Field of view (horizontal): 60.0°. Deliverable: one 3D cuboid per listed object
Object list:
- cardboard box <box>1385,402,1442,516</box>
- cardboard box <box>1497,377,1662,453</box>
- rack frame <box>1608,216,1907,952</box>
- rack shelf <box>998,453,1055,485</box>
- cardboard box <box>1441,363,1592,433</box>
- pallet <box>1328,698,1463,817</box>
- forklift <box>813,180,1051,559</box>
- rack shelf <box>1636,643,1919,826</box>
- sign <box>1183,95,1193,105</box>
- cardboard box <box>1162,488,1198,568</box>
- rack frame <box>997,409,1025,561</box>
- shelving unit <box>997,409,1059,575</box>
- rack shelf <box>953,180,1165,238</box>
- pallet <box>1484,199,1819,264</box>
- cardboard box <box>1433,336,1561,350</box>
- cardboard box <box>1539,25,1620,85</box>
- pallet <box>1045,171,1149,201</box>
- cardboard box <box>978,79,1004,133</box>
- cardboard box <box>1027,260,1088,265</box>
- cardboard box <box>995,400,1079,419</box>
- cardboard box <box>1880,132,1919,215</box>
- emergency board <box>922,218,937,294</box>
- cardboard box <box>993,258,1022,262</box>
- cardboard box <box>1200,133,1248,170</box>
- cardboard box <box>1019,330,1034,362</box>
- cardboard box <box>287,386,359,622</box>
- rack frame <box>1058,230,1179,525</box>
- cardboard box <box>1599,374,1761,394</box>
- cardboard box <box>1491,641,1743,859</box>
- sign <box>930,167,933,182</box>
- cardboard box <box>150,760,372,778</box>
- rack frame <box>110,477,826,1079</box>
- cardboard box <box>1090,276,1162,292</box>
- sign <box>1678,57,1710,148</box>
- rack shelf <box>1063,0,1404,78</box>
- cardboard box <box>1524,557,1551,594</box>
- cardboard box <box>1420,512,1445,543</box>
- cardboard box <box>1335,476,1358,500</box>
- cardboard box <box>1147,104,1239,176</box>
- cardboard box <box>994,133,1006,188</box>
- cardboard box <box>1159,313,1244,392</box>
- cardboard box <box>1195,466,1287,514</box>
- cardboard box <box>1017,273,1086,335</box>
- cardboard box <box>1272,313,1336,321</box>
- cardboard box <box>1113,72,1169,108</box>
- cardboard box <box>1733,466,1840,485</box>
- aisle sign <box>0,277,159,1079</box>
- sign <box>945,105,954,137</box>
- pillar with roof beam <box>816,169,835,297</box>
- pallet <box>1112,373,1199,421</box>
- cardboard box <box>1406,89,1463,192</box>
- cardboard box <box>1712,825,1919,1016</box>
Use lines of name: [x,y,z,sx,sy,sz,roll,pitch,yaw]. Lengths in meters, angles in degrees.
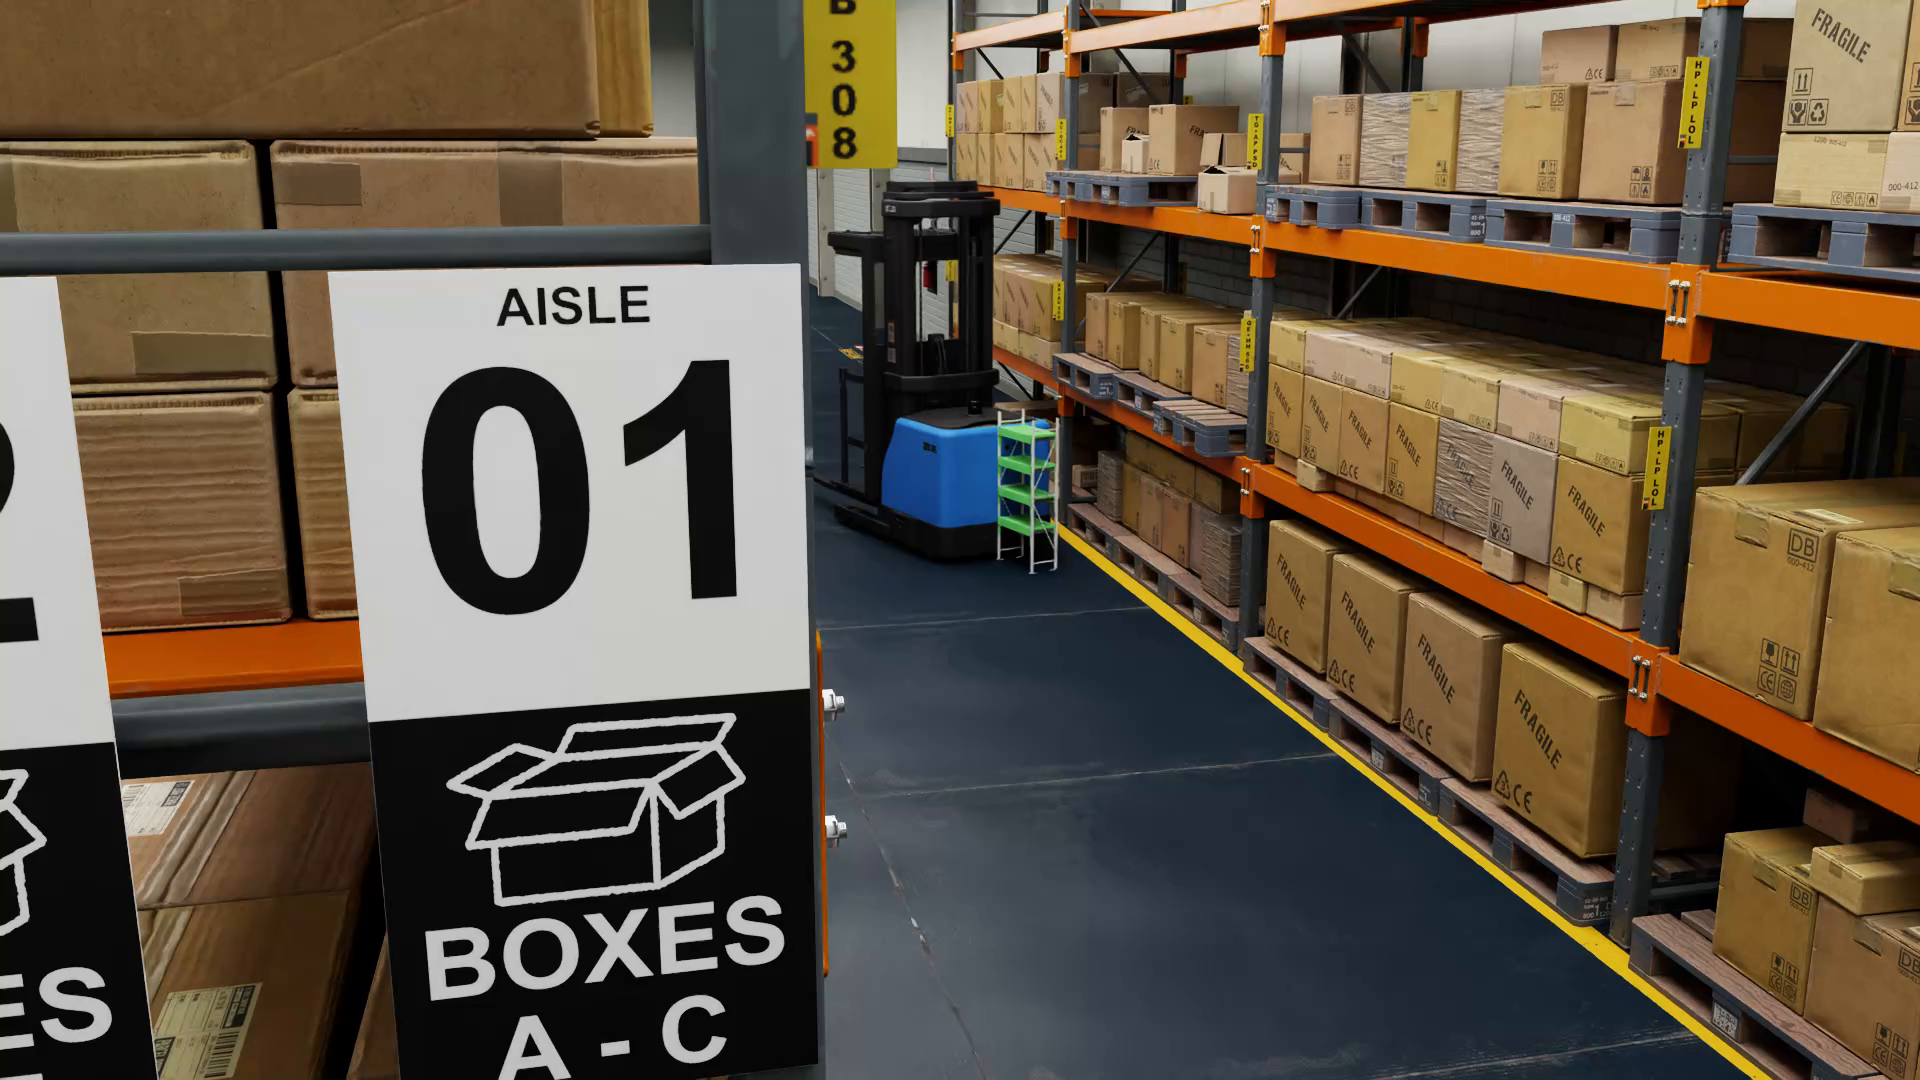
cardboard box: [2.526,-0.430,8.489,0.500,0.500,0.500,-3,14,-12]
cardboard box: [2.772,-0.566,7.463,0.500,0.250,0.500,-3,14,-12]
rack frame: [3.241,0.213,6.734,1.000,3.000,0.127,-3,14,-13]
rack shelf: [0.526,-0.553,12.921,0.258,0.148,0.480,-8,16,-29]
cardboard box: [2.652,-0.684,7.945,0.500,0.250,0.500,-3,14,-12]
pallet: [2.696,1.112,8.931,1.003,0.211,1.213,-3,14,-13]
forklift: [-0.437,-1.577,14.207,1.130,2.935,3.031,-8,16,-29]
rack shelf: [3.710,1.024,4.931,1.077,0.370,4.000,-3,14,-13]
sign: [1.900,-3.564,13.954,0.100,0.325,0.005,-3,14,-13]
cardboard box: [1.929,-0.111,12.399,0.700,0.500,0.500,-3,14,-13]
rack frame: [0.403,-0.432,13.167,0.240,1.200,0.015,-8,16,-29]
shelving unit: [0.526,-0.382,12.963,0.258,1.200,0.503,-8,16,-29]
rack shelf: [0.892,-3.201,15.906,1.077,0.370,4.000,-3,14,-13]
pallet: [2.977,-1.360,7.255,0.805,0.209,1.217,-4,14,-15]
cardboard box: [2.895,-0.948,9.029,0.500,0.250,0.500,-4,14,-15]
cardboard box: [3.017,-2.207,7.604,0.500,0.250,0.500,-4,14,-15]
pallet: [1.403,-2.850,13.347,1.213,0.211,1.003,-3,14,-13]
cardboard box: [0.477,-4.218,16.191,0.500,0.500,0.500,-3,14,-12]
cardboard box: [0.974,-2.524,16.630,0.500,0.500,0.500,-4,14,-15]
cardboard box: [0.755,-1.086,16.393,0.700,0.500,0.500,-4,14,-17]
cardboard box: [3.252,-1.131,5.137,0.500,0.250,0.500,-4,14,-14]
emergency board: [-0.525,-4.398,25.609,0.194,1.169,0.643,-3,14,-13]
cardboard box: [0.349,-2.615,17.003,0.500,0.500,0.500,-3,14,-13]
cardboard box: [2.087,-2.531,11.386,0.797,0.503,0.637,-1,14,-5]
cardboard box: [0.847,-1.777,15.154,0.500,0.250,0.500,-3,14,-13]
cardboard box: [-0.508,-0.104,2.028,0.500,0.250,0.500,-3,14,-13]
rack frame: [1.362,-1.632,14.288,1.000,3.000,0.127,-3,14,-13]
cardboard box: [3.257,-0.595,7.582,0.500,0.250,0.500,-3,14,-13]
cardboard box: [2.962,0.911,7.523,0.750,0.750,0.750,-3,14,-13]
sign: [-0.430,-5.532,25.365,0.001,0.298,0.199,-3,14,-13]
cardboard box: [-1.252,0.555,3.016,0.500,0.500,0.500,-3,14,-12]
rack frame: [-0.634,1.413,1.823,1.000,3.000,0.127,-3,14,-13]
cardboard box: [1.454,-2.054,14.706,0.500,0.500,0.500,-4,14,-14]
sign: [2.715,-1.615,6.146,0.100,0.325,0.005,-3,14,-13]
rack shelf: [1.832,-3.541,11.821,1.077,0.370,4.000,-3,14,-13]
cardboard box: [2.787,0.144,7.504,0.380,0.149,0.250,-3,14,-11]
cardboard box: [2.579,-0.094,8.479,0.380,0.149,0.250,-3,14,-11]
cardboard box: [2.363,-0.333,9.455,0.380,0.149,0.250,-3,14,-14]
cardboard box: [1.702,-2.927,12.171,0.500,0.500,0.500,-4,14,-15]
cardboard box: [0.622,-3.612,15.816,0.500,0.500,0.500,-2,14,-10]
cardboard box: [1.867,-1.366,12.060,0.700,0.500,0.500,-3,14,-13]
cardboard box: [2.009,-0.371,11.887,0.500,0.250,0.500,-3,14,-12]
cardboard box: [0.827,-2.140,15.060,0.500,0.500,0.500,-3,14,-14]
cardboard box: [2.191,-1.365,10.689,0.380,0.149,0.250,-5,15,-21]
cardboard box: [1.524,-3.762,14.327,0.500,0.500,0.500,-3,14,-12]
cardboard box: [3.378,-0.110,7.176,0.500,0.500,0.500,-4,14,-15]
aisle sign: [-0.916,0.183,1.381,0.394,0.787,0.004,-3,14,-13]
sign: [-0.105,-4.407,17.482,0.100,0.325,0.005,-3,14,-13]
pillar with roof beam: [-6.984,-9.269,32.904,9.100,9.000,0.400,-3,14,-13]
pallet: [1.797,-1.071,12.394,1.003,0.211,1.213,-3,14,-13]
cardboard box: [2.764,-2.073,8.632,0.700,0.500,0.500,-3,14,-10]
cardboard box: [3.317,1.402,6.251,0.700,0.500,0.500,-3,14,-12]
